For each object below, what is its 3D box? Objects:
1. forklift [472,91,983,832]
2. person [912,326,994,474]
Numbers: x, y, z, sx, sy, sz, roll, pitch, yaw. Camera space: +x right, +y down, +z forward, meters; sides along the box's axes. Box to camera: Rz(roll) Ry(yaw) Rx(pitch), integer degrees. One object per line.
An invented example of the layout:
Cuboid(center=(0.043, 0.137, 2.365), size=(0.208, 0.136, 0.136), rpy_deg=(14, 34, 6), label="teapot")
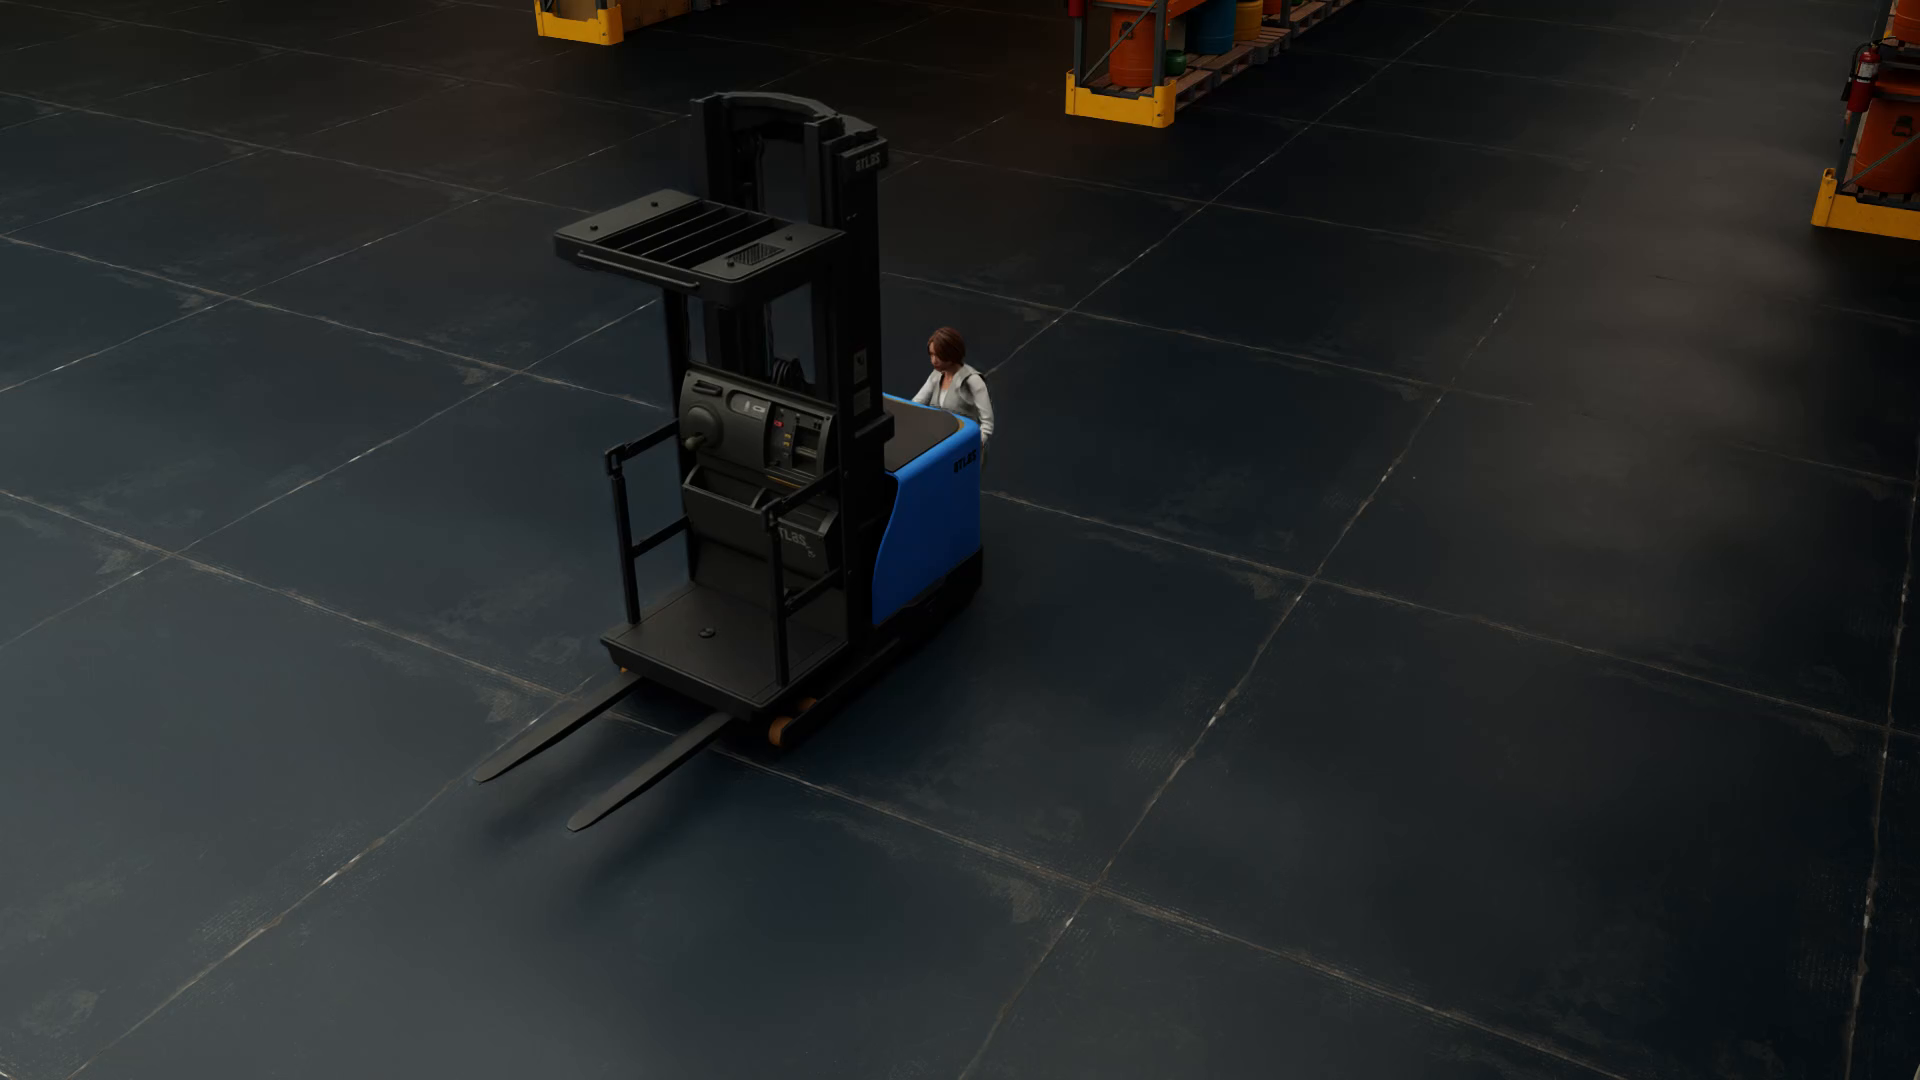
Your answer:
Cuboid(center=(-1.119, -0.510, 7.954), size=(1.130, 2.935, 3.031), rpy_deg=(19, 35, 29), label="forklift")
Cuboid(center=(-0.182, -0.526, 9.285), size=(0.592, 1.324, 0.664), rpy_deg=(-23, 37, -35), label="person")
